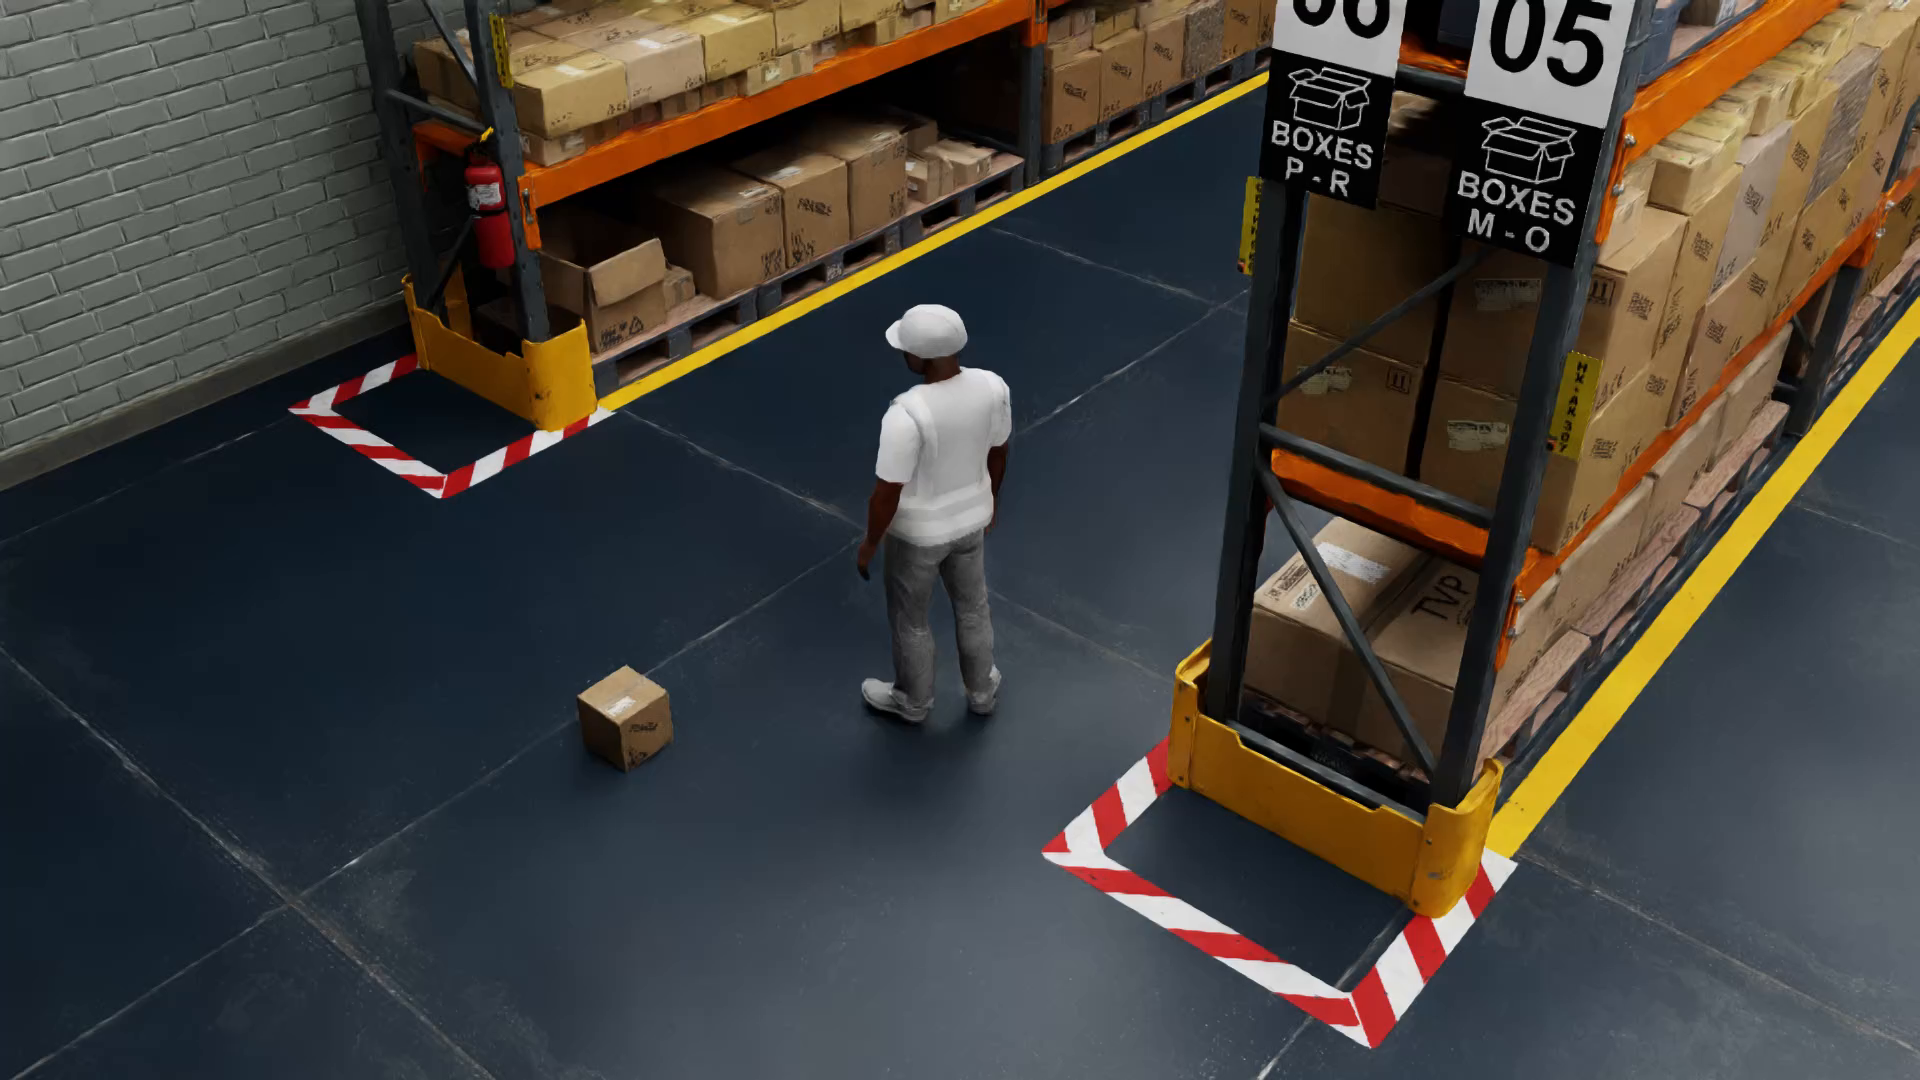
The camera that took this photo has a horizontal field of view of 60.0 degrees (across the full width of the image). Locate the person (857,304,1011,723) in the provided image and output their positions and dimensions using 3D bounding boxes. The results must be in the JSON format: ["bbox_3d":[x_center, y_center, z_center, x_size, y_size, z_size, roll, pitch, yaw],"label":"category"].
[{"bbox_3d":[-0.111,-0.081,6.191,0.640,1.768,0.413,-22,40,-28],"label":"person"}]
